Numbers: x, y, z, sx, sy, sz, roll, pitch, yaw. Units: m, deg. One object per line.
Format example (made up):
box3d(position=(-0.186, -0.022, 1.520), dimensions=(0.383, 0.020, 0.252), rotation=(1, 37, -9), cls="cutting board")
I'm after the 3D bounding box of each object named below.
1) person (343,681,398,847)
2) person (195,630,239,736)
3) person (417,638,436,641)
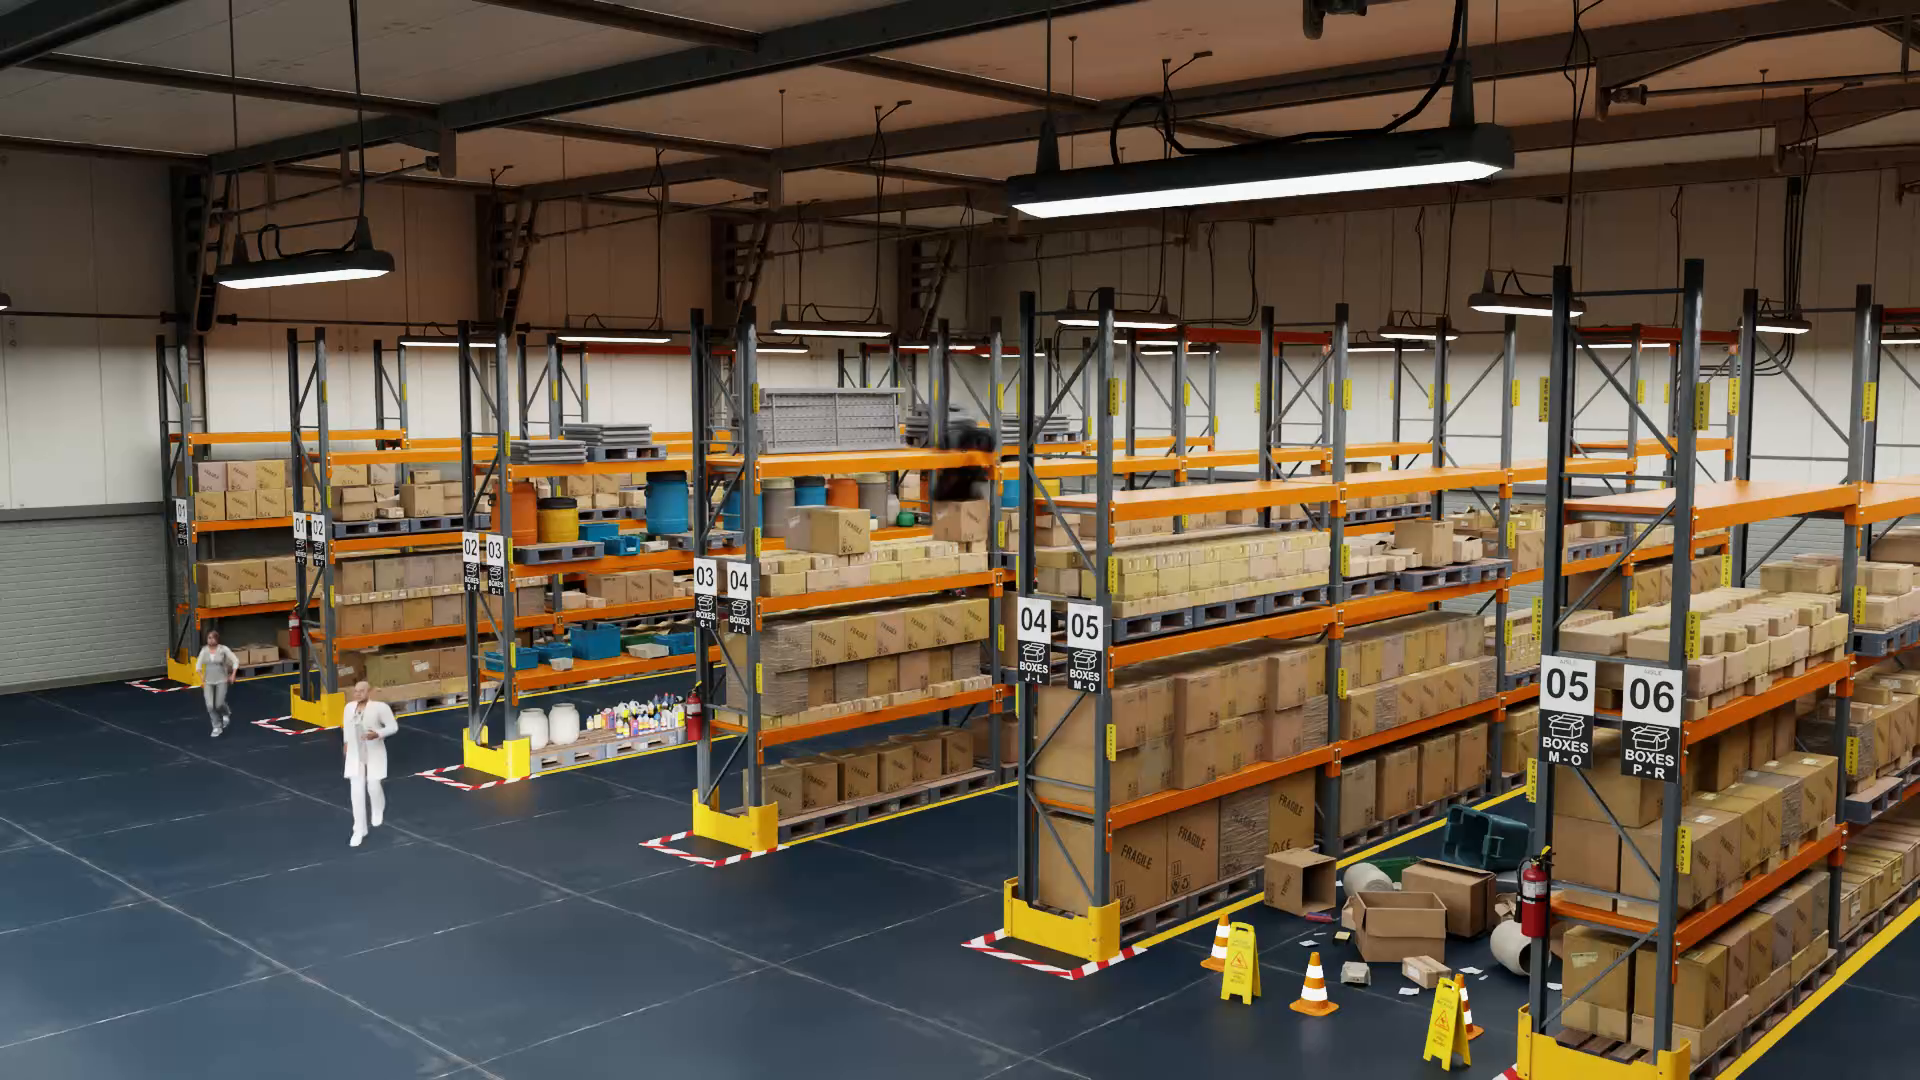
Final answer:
box3d(position=(-6.745, 2.495, 18.985), dimensions=(0.686, 1.804, 0.987), rotation=(0, 5, -4), cls="person")
box3d(position=(-10.927, 2.104, 24.445), dimensions=(0.580, 1.564, 0.568), rotation=(-1, 5, -11), cls="person")
box3d(position=(-9.314, 1.543, 29.185), dimensions=(0.649, 1.730, 0.938), rotation=(4, 6, 34), cls="person")
